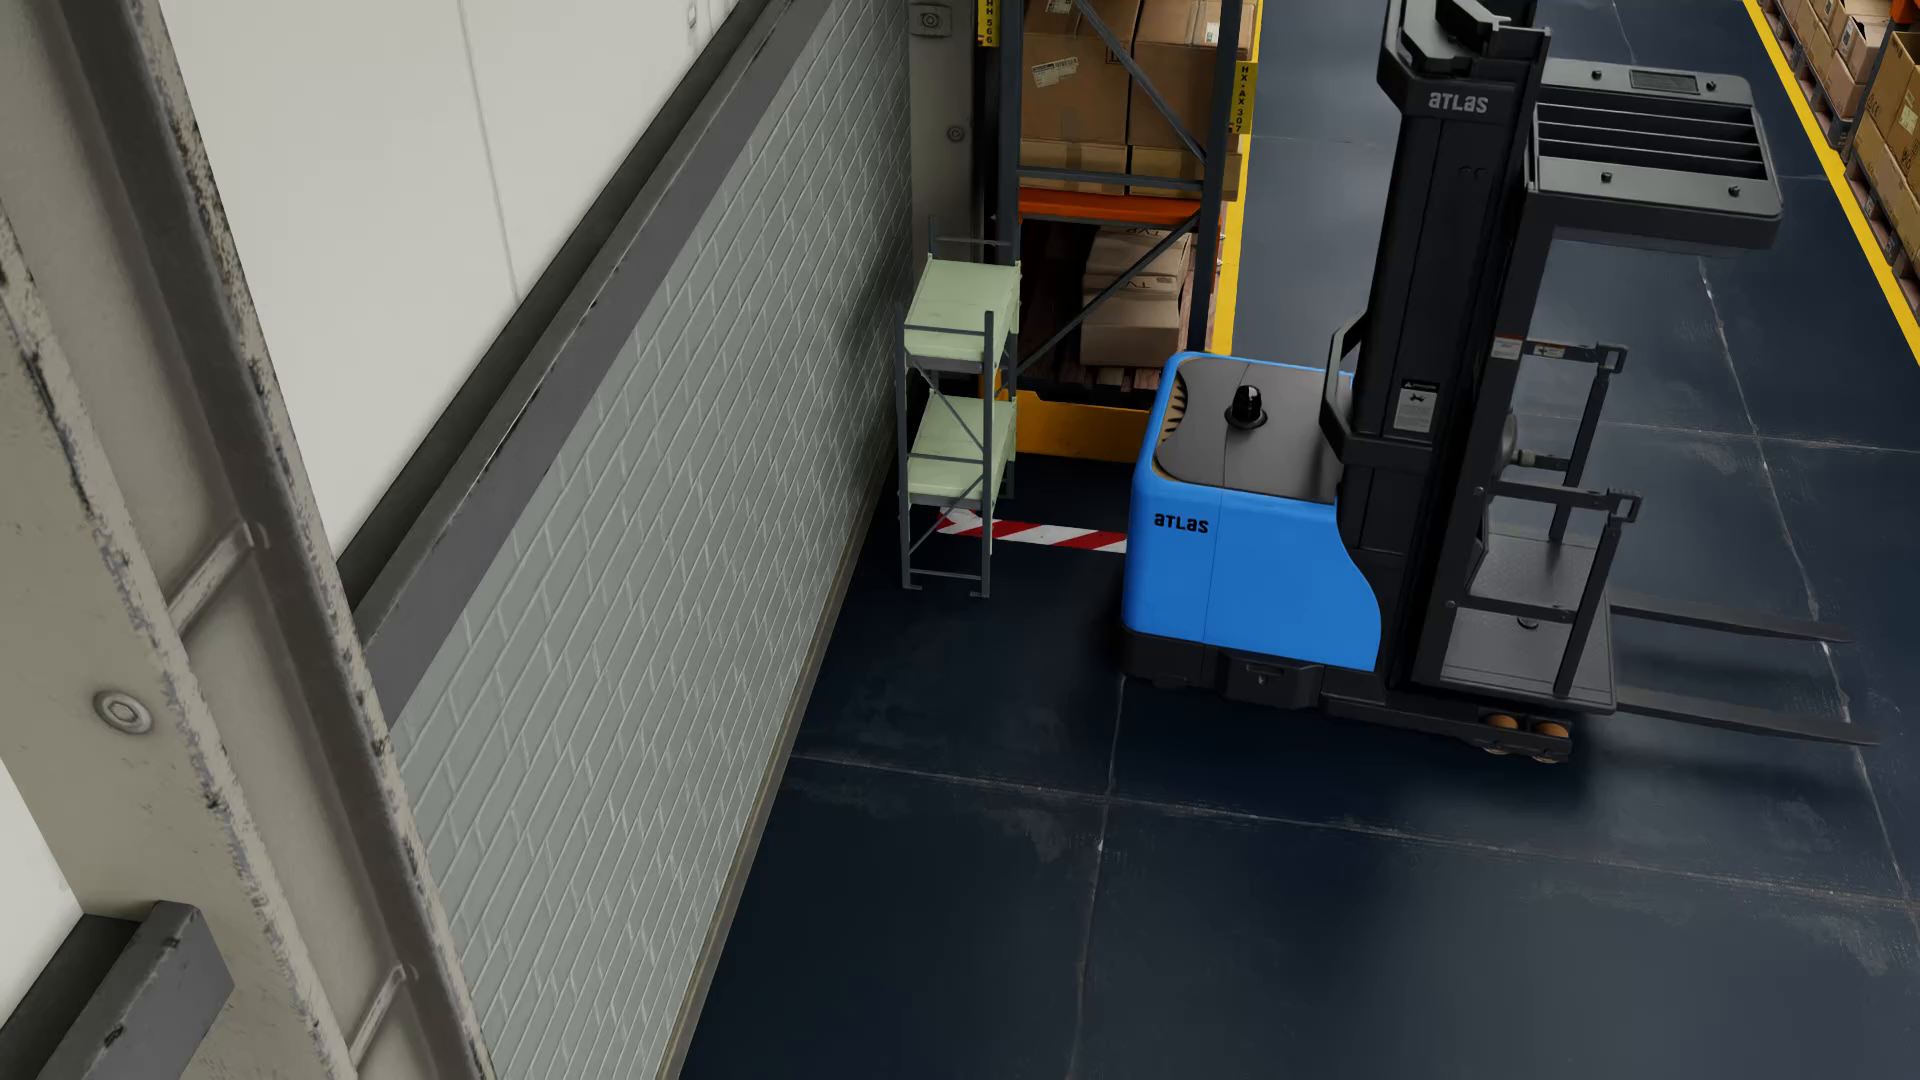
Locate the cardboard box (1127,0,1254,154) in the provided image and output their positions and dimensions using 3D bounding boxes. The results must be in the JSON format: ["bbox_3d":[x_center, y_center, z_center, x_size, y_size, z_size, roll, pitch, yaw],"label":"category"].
[{"bbox_3d":[1.049,-2.117,7.567,0.500,0.500,0.500,6,40,8],"label":"cardboard box"}]

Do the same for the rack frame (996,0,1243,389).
[{"bbox_3d":[0.670,-1.612,7.442,1.000,3.000,0.127,6,40,8],"label":"rack frame"}]

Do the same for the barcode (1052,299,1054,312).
[{"bbox_3d":[0.488,-1.228,8.736,0.001,0.075,0.075,6,40,8],"label":"barcode"}]

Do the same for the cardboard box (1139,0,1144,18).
[{"bbox_3d":[0.639,-2.485,8.011,0.500,0.500,0.500,7,40,8],"label":"cardboard box"}]

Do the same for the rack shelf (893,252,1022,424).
[{"bbox_3d":[-0.001,-0.875,7.115,0.431,0.370,0.720,6,40,8],"label":"rack shelf"}]

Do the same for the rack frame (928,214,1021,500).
[{"bbox_3d":[0.062,-0.804,7.642,0.400,1.500,0.023,6,40,8],"label":"rack frame"}]

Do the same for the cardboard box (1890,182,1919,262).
[{"bbox_3d":[5.680,-1.796,9.493,0.500,0.250,0.500,6,40,8],"label":"cardboard box"}]

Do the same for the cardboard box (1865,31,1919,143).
[{"bbox_3d":[5.853,-2.713,10.014,0.500,0.500,0.500,6,40,8],"label":"cardboard box"}]

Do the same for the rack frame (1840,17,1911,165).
[{"bbox_3d":[6.242,-3.578,9.820,1.000,3.000,0.127,6,40,8],"label":"rack frame"}]

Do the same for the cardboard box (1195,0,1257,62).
[{"bbox_3d":[1.144,-2.426,7.941,0.500,0.500,0.500,7,40,8],"label":"cardboard box"}]

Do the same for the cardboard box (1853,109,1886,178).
[{"bbox_3d":[5.863,-2.423,10.251,0.500,0.250,0.500,6,40,8],"label":"cardboard box"}]

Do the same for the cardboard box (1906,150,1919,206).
[{"bbox_3d":[5.681,-2.085,9.254,0.500,0.500,0.500,6,40,8],"label":"cardboard box"}]

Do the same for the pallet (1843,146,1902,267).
[{"bbox_3d":[6.063,-2.009,10.111,1.003,0.211,1.213,6,40,8],"label":"pallet"}]

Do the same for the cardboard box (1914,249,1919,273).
[{"bbox_3d":[5.599,-1.482,9.113,0.500,0.250,0.500,6,40,8],"label":"cardboard box"}]

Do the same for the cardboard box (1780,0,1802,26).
[{"bbox_3d":[6.295,-3.930,12.074,0.500,0.250,0.500,7,40,9],"label":"cardboard box"}]

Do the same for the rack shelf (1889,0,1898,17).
[{"bbox_3d":[6.588,-4.556,11.568,1.077,0.370,4.000,6,40,8],"label":"rack shelf"}]

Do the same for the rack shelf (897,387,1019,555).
[{"bbox_3d":[-0.001,-0.323,7.572,0.431,0.370,0.720,6,40,8],"label":"rack shelf"}]

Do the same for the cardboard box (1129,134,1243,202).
[{"bbox_3d":[1.067,-1.833,7.811,0.500,0.250,0.500,5,40,6],"label":"cardboard box"}]

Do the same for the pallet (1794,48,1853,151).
[{"bbox_3d":[6.331,-2.970,11.273,1.003,0.211,1.213,6,40,8],"label":"pallet"}]

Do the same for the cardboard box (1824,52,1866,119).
[{"bbox_3d":[6.028,-2.972,10.916,0.500,0.250,0.500,6,40,7],"label":"cardboard box"}]

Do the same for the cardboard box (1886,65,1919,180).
[{"bbox_3d":[5.775,-2.398,9.633,0.500,0.500,0.500,6,40,8],"label":"cardboard box"}]

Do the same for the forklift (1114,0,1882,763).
[{"bbox_3d":[2.234,-0.601,6.273,3.031,2.935,1.130,9,40,11],"label":"forklift"}]

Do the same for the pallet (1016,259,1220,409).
[{"bbox_3d":[0.859,-1.090,9.000,1.003,0.211,1.213,6,40,8],"label":"pallet"}]

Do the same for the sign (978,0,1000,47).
[{"bbox_3d":[0.127,-2.253,7.062,0.100,0.325,0.005,6,40,8],"label":"sign"}]

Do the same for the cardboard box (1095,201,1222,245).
[{"bbox_3d":[1.153,-2.055,9.594,0.700,0.500,0.500,4,40,5],"label":"cardboard box"}]

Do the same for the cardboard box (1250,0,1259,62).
[{"bbox_3d":[1.240,-2.750,8.332,0.500,0.500,0.500,5,40,6],"label":"cardboard box"}]

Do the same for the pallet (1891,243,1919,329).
[{"bbox_3d":[5.854,-1.241,9.182,1.003,0.211,1.213,6,40,8],"label":"pallet"}]

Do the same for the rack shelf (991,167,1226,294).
[{"bbox_3d":[1.016,-2.589,9.189,1.077,0.370,4.000,6,40,8],"label":"rack shelf"}]

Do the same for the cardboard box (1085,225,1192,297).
[{"bbox_3d":[0.977,-1.527,9.104,0.500,0.311,0.500,10,41,11],"label":"cardboard box"}]

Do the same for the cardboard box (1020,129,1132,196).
[{"bbox_3d":[0.560,-1.876,7.864,0.500,0.250,0.500,7,40,8],"label":"cardboard box"}]

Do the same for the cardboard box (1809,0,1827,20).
[{"bbox_3d":[6.202,-3.822,11.504,0.500,0.311,0.500,6,40,8],"label":"cardboard box"}]

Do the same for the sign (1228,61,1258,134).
[{"bbox_3d":[1.205,-1.885,7.094,0.100,0.325,0.005,6,40,8],"label":"sign"}]

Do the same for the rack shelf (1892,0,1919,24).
[{"bbox_3d":[5.896,-2.046,8.531,1.077,0.370,4.000,6,40,8],"label":"rack shelf"}]

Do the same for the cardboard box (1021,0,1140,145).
[{"bbox_3d":[0.542,-2.170,7.631,0.500,0.500,0.500,6,40,7],"label":"cardboard box"}]

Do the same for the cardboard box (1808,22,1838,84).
[{"bbox_3d":[6.118,-3.290,11.300,0.500,0.250,0.500,6,40,7],"label":"cardboard box"}]

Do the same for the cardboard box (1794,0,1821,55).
[{"bbox_3d":[6.206,-3.611,11.688,0.500,0.250,0.500,7,40,9],"label":"cardboard box"}]

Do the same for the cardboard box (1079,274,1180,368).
[{"bbox_3d":[0.879,-1.169,8.672,0.500,0.311,0.500,2,40,3],"label":"cardboard box"}]

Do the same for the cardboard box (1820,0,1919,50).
[{"bbox_3d":[6.114,-3.509,11.125,0.500,0.311,0.500,7,40,9],"label":"cardboard box"}]

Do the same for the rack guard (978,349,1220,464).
[{"bbox_3d":[0.683,-0.696,8.296,1.175,0.500,0.348,6,40,8],"label":"rack guard"}]

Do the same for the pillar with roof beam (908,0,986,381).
[{"bbox_3d":[4.179,-3.984,5.603,9.100,9.000,0.400,6,40,8],"label":"pillar with roof beam"}]

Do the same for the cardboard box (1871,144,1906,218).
[{"bbox_3d":[5.772,-2.109,9.872,0.500,0.250,0.500,6,40,8],"label":"cardboard box"}]

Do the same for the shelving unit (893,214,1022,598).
[{"bbox_3d":[-0.001,-0.574,7.364,0.431,1.500,0.755,6,40,8],"label":"shelving unit"}]

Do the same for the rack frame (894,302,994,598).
[{"bbox_3d":[-0.064,-0.344,7.086,0.400,1.500,0.023,6,40,8],"label":"rack frame"}]

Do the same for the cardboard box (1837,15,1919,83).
[{"bbox_3d":[6.030,-3.182,10.730,0.500,0.311,0.500,6,40,8],"label":"cardboard box"}]

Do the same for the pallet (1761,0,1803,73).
[{"bbox_3d":[6.540,-3.738,12.202,1.003,0.211,1.213,6,40,8],"label":"pallet"}]

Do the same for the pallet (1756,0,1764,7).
[{"bbox_3d":[6.753,-4.501,13.126,1.003,0.211,1.213,6,40,8],"label":"pallet"}]

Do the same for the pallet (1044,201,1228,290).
[{"bbox_3d":[1.072,-1.854,9.923,1.003,0.211,1.213,6,40,8],"label":"pallet"}]
